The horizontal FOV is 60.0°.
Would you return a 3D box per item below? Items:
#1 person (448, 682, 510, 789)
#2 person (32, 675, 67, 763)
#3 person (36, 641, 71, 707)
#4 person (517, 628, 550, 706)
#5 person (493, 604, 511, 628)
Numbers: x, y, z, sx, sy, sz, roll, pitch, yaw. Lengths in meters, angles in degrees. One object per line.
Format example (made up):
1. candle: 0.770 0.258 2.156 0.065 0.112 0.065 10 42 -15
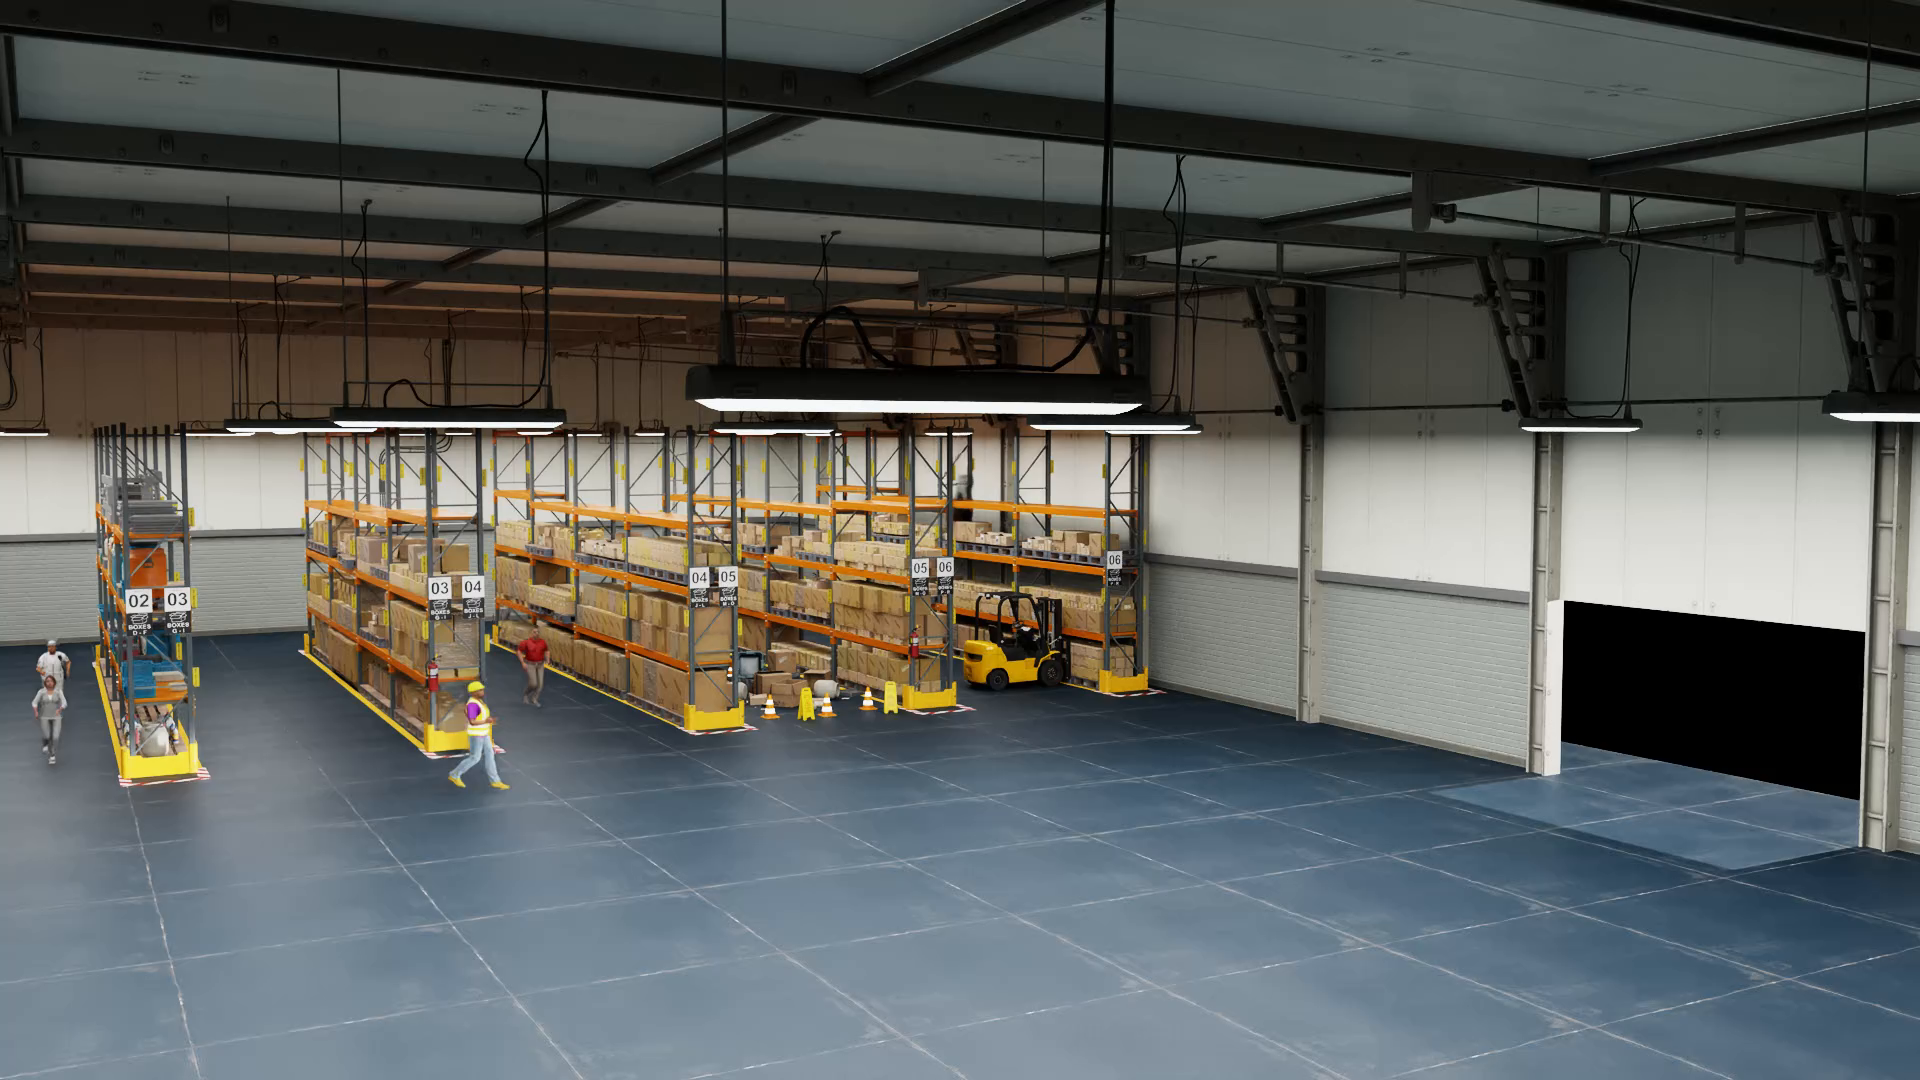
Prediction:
1. person: -7.818 3.177 26.974 0.963 1.770 0.695 0 3 -2
2. person: -16.075 3.171 29.387 0.541 1.562 0.544 -2 4 -32
3. person: -18.408 2.862 33.790 0.621 1.622 0.932 -2 4 -28
4. person: -9.092 2.722 35.638 0.675 1.692 0.594 -3 5 -42
5. person: -13.153 1.997 47.920 0.576 1.656 0.517 3 4 36
